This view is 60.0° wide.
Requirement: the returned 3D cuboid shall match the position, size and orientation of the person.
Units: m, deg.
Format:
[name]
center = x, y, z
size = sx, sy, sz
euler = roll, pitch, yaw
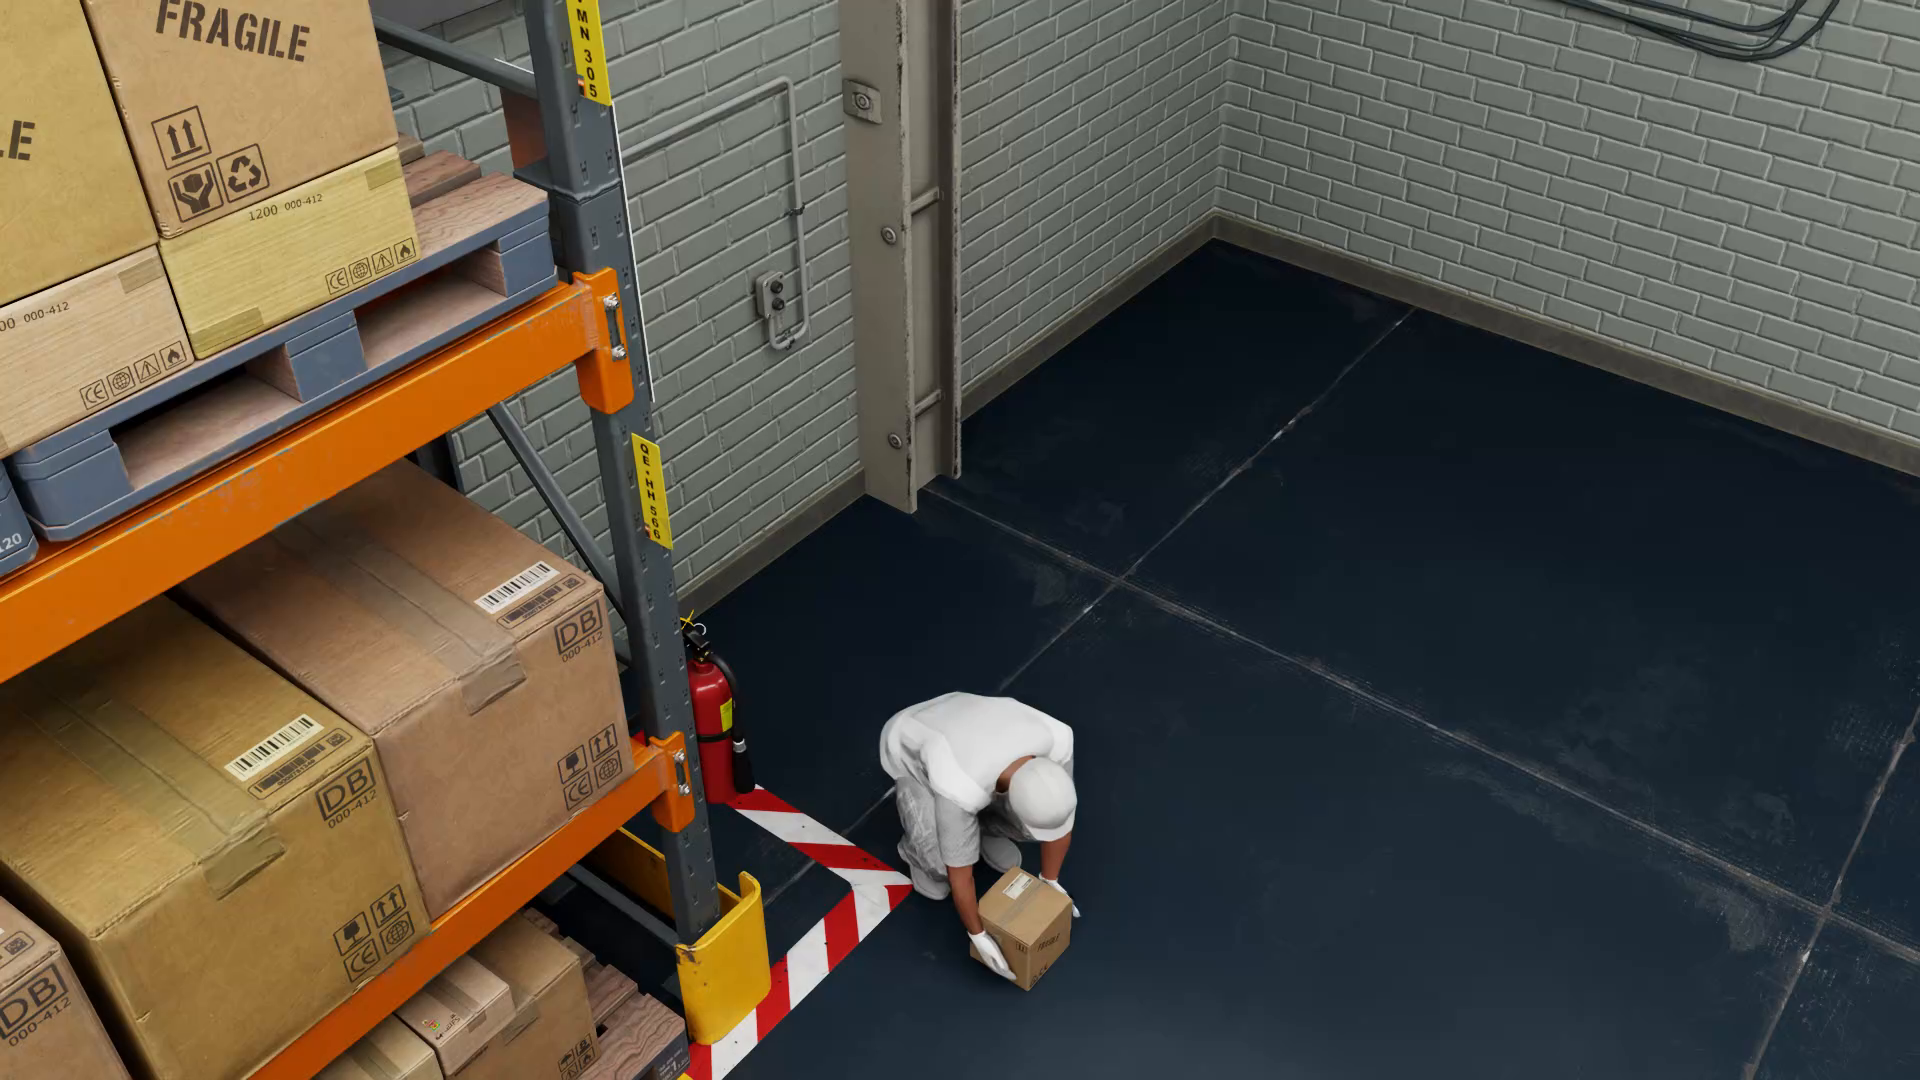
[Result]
[person]
center = 0.088, 0.899, 5.725
size = 0.579, 0.897, 0.935
euler = -16, 41, -19
